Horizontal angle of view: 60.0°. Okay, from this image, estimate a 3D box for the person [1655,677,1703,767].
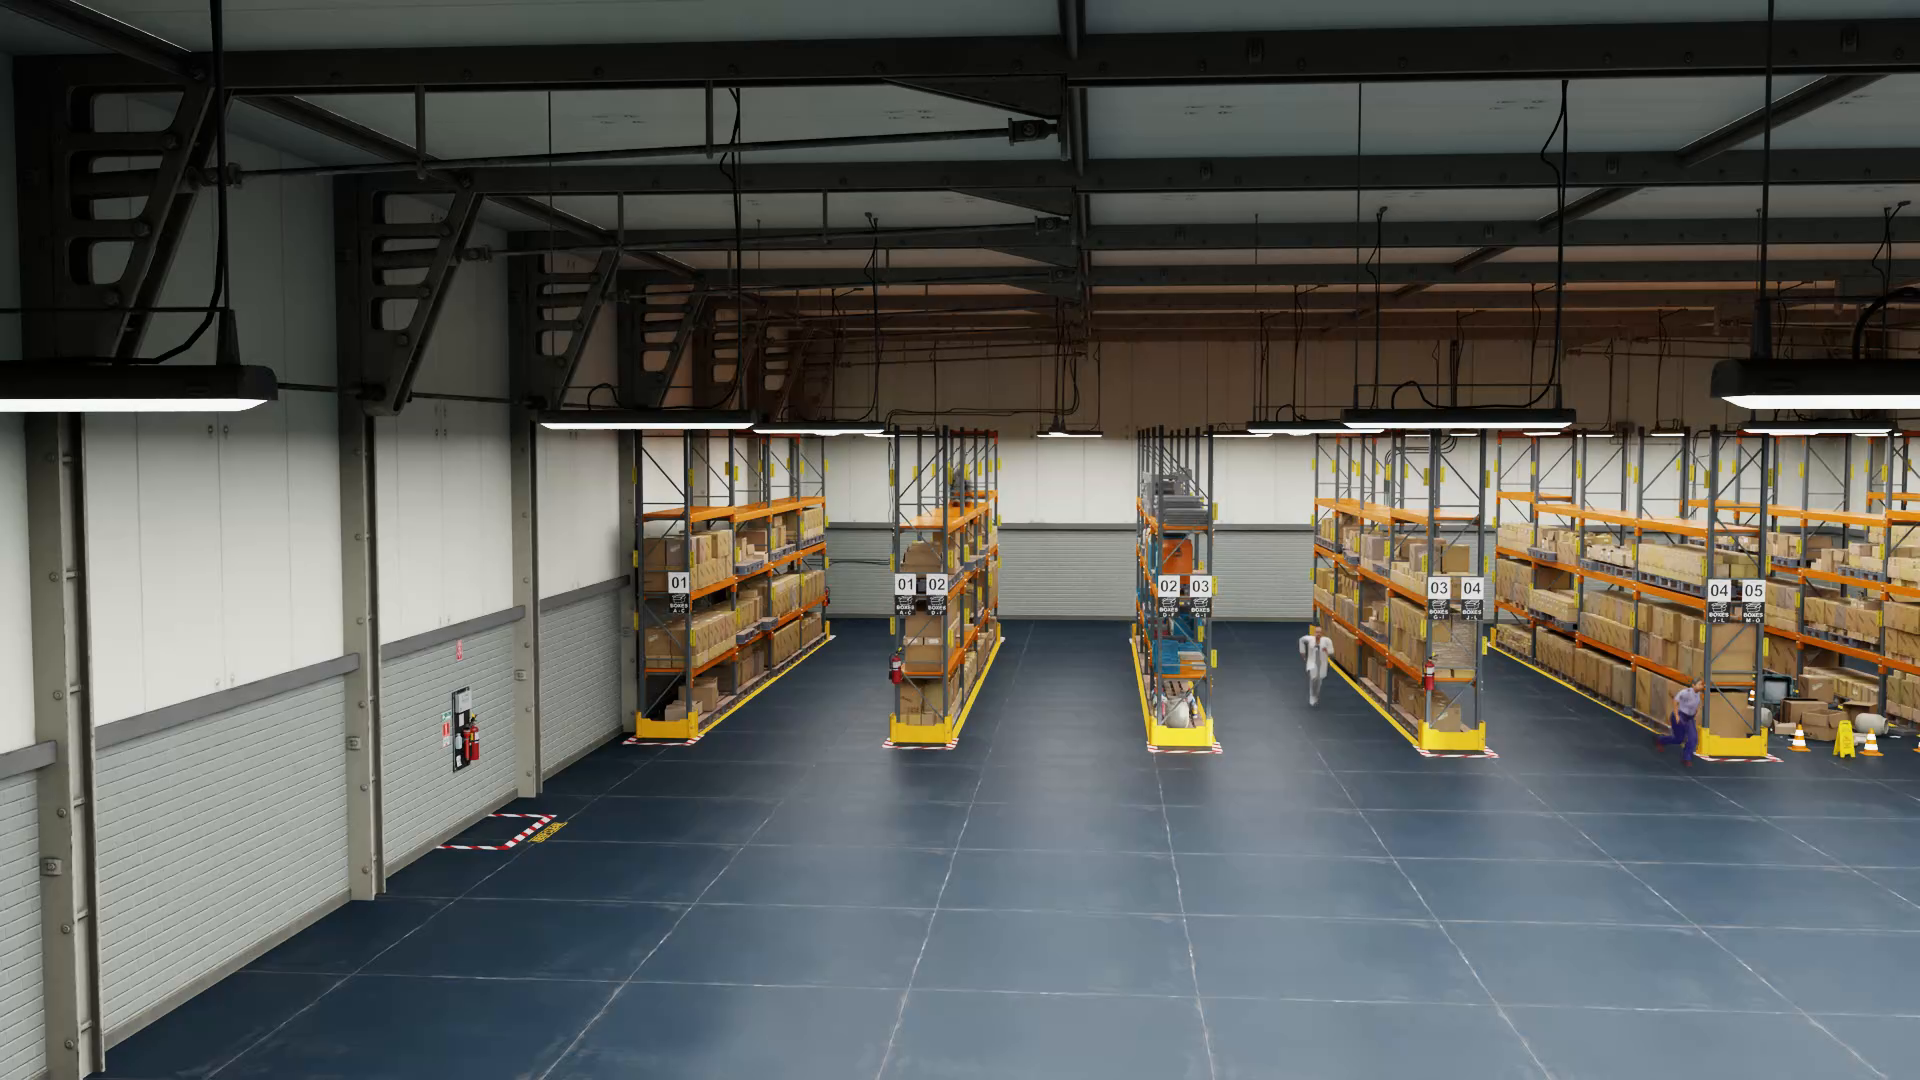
[{"bbox_3d":[12.740,3.192,29.442,0.607,1.605,0.849,-3,4,-38],"label":"person"}]

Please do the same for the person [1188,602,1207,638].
[{"bbox_3d":[6.839,2.064,47.740,0.720,1.652,0.730,3,5,41],"label":"person"}]

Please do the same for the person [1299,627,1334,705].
[{"bbox_3d":[7.660,2.696,35.748,0.690,1.707,0.962,0,3,3],"label":"person"}]
